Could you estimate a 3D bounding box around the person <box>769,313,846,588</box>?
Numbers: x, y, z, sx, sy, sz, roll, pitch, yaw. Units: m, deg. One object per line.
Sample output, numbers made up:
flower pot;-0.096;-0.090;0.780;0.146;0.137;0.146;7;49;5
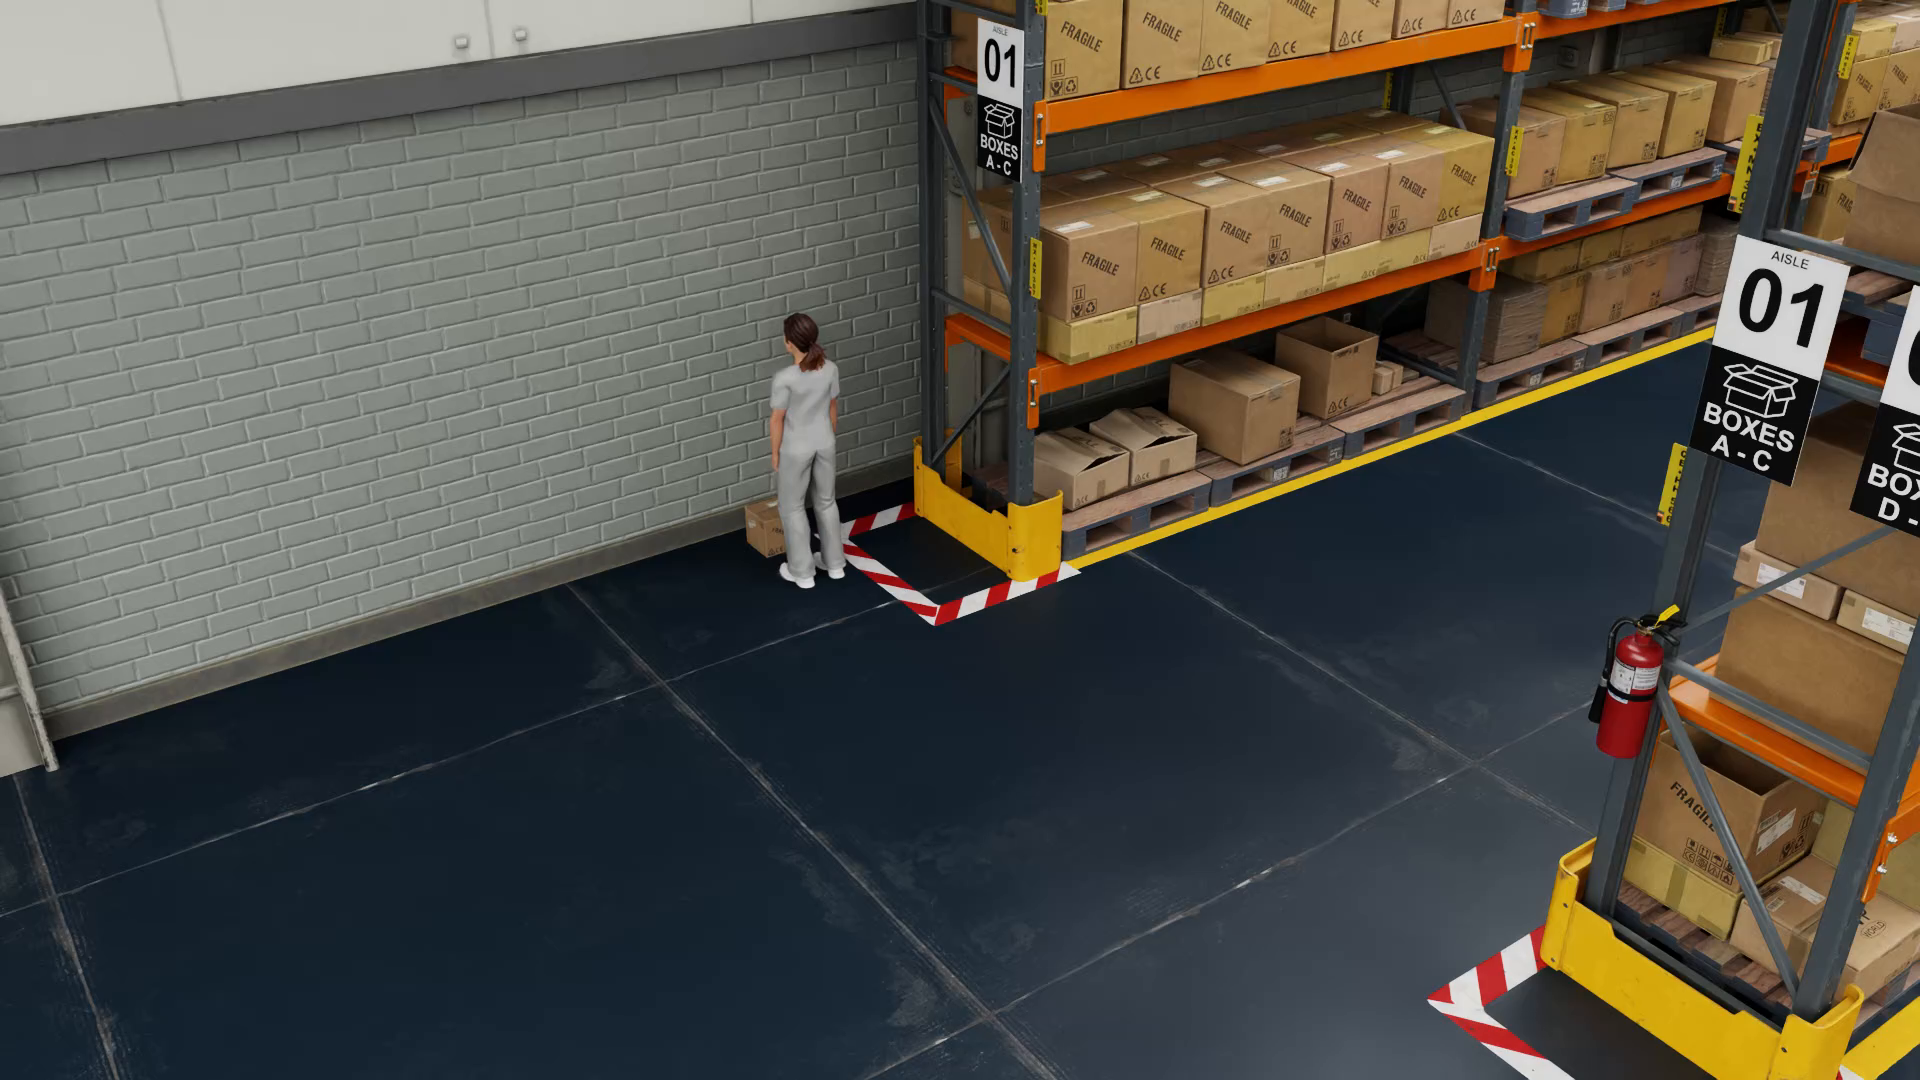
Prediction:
person;-0.887;-0.512;9.568;0.438;1.672;0.349;-18;33;-29
